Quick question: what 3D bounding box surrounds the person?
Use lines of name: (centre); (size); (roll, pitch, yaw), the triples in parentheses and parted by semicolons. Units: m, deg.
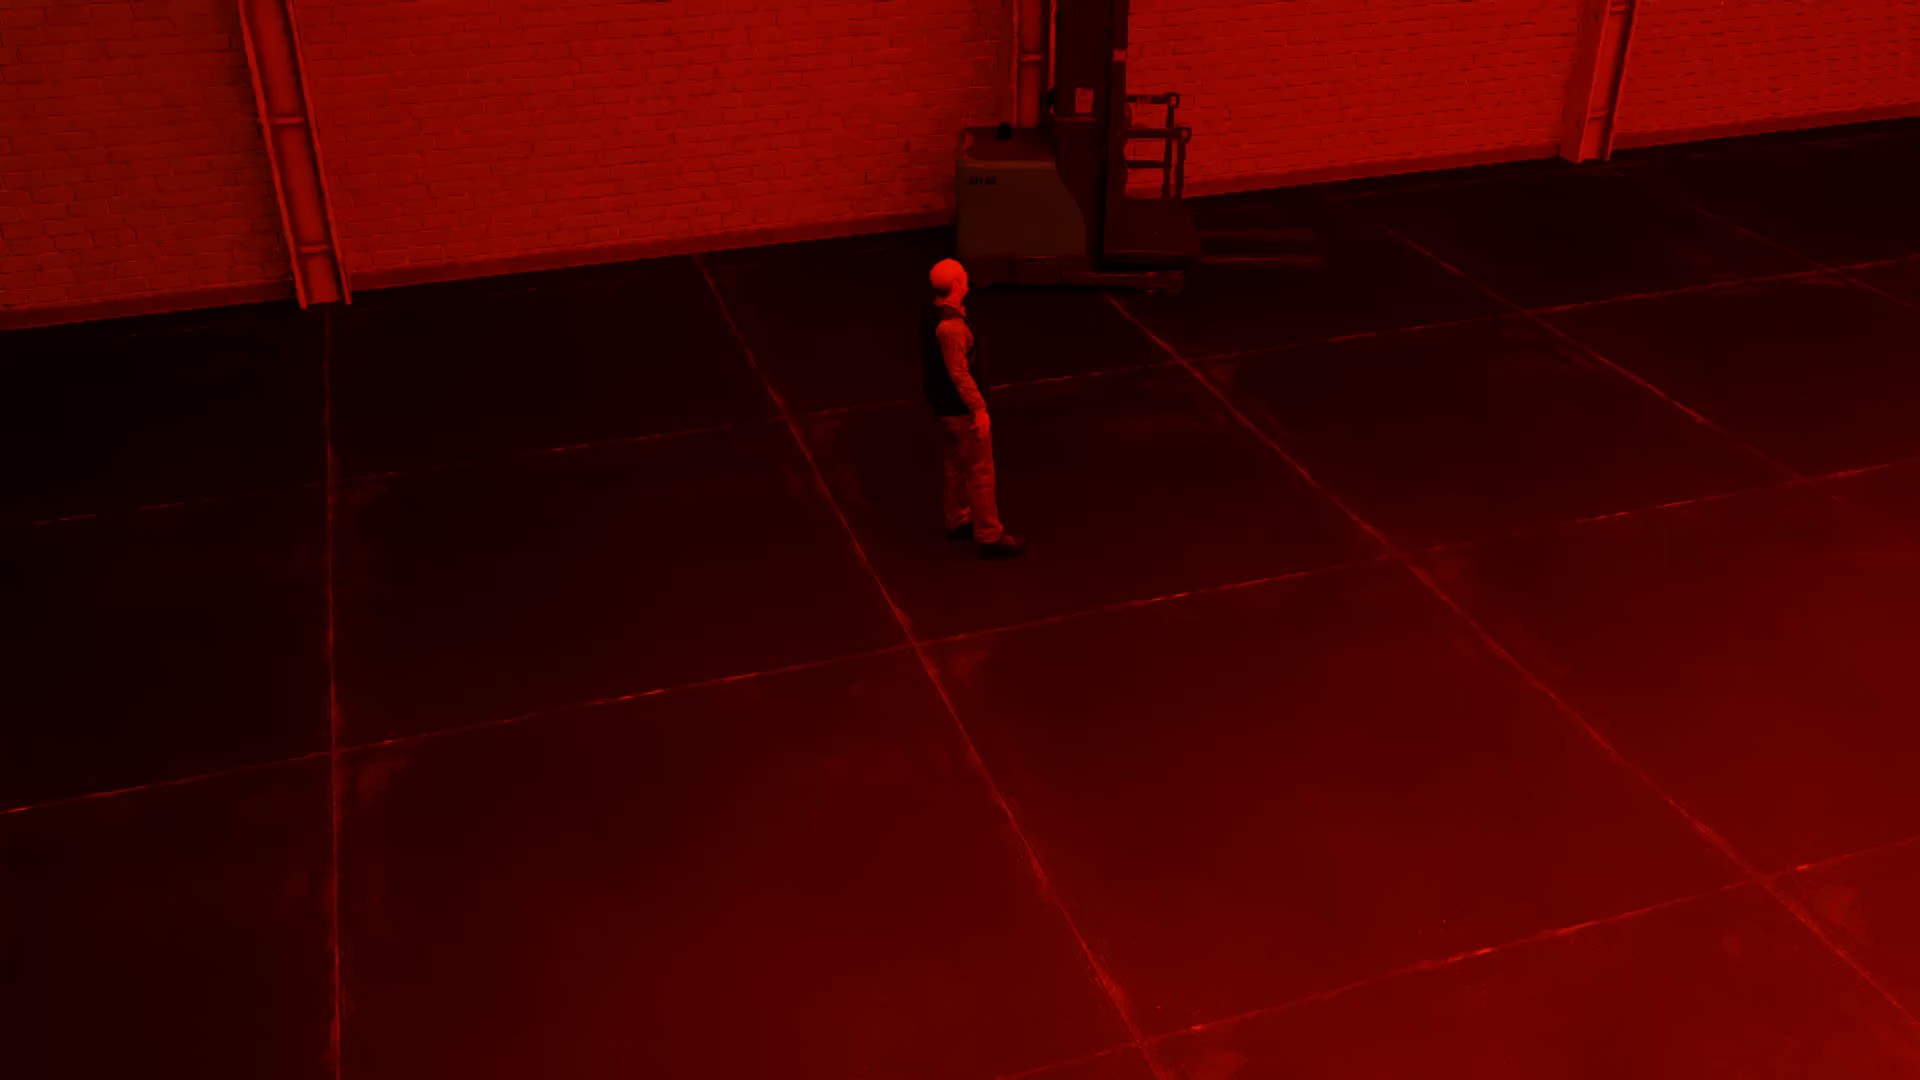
person: (0.062, -0.793, 9.584); (0.567, 1.720, 0.632); (-10, 31, -16)

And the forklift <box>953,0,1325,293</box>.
forklift: (1.472, -3.543, 13.245); (3.031, 2.935, 1.130); (1, 30, 1)
